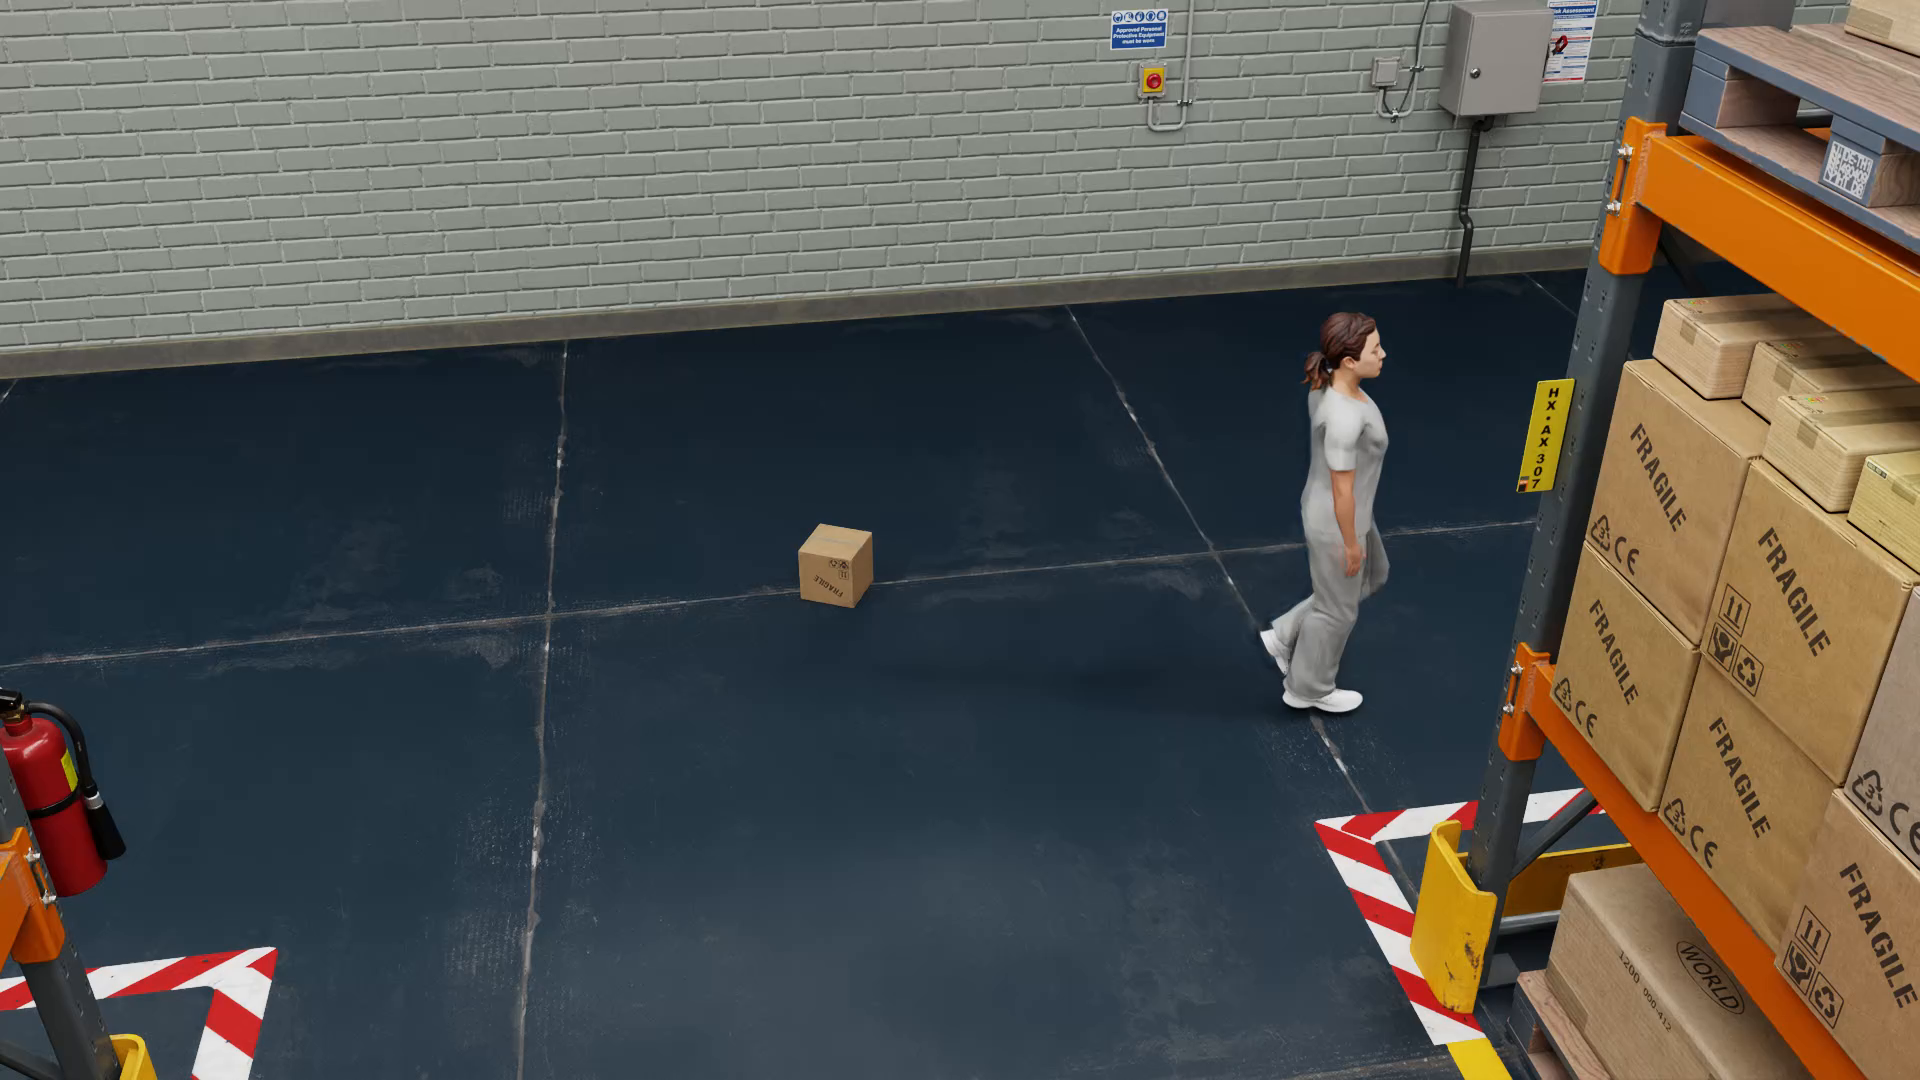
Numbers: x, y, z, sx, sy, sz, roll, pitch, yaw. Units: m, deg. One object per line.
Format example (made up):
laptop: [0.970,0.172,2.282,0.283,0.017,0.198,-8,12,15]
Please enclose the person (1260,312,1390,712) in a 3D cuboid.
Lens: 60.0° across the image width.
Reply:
person: [1.415,-0.073,6.203,0.471,1.665,0.467,3,31,5]
